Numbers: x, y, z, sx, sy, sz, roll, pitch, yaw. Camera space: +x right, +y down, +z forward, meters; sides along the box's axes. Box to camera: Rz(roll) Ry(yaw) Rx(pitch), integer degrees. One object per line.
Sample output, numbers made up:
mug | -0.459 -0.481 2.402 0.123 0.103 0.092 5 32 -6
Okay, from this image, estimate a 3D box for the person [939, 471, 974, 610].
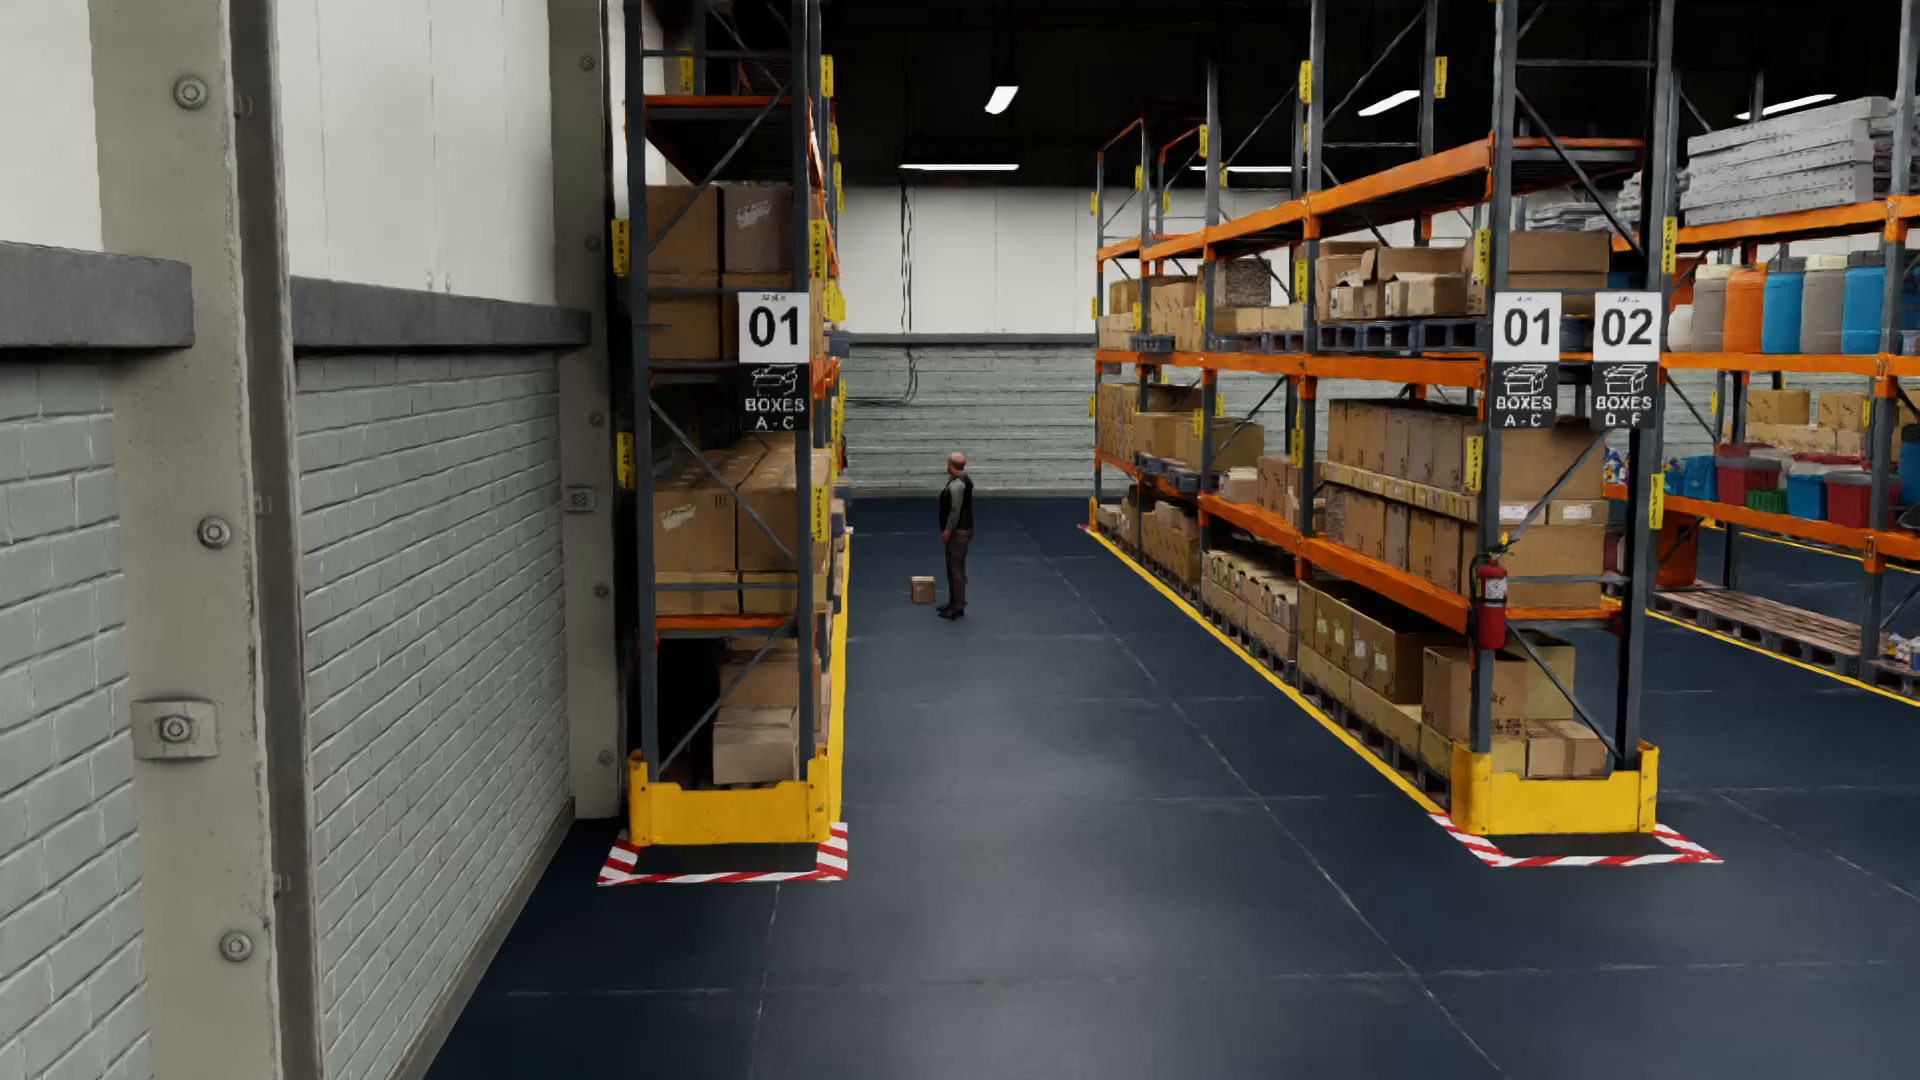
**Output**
person | -0.032 -0.008 17.796 0.357 1.473 0.588 1 7 11
